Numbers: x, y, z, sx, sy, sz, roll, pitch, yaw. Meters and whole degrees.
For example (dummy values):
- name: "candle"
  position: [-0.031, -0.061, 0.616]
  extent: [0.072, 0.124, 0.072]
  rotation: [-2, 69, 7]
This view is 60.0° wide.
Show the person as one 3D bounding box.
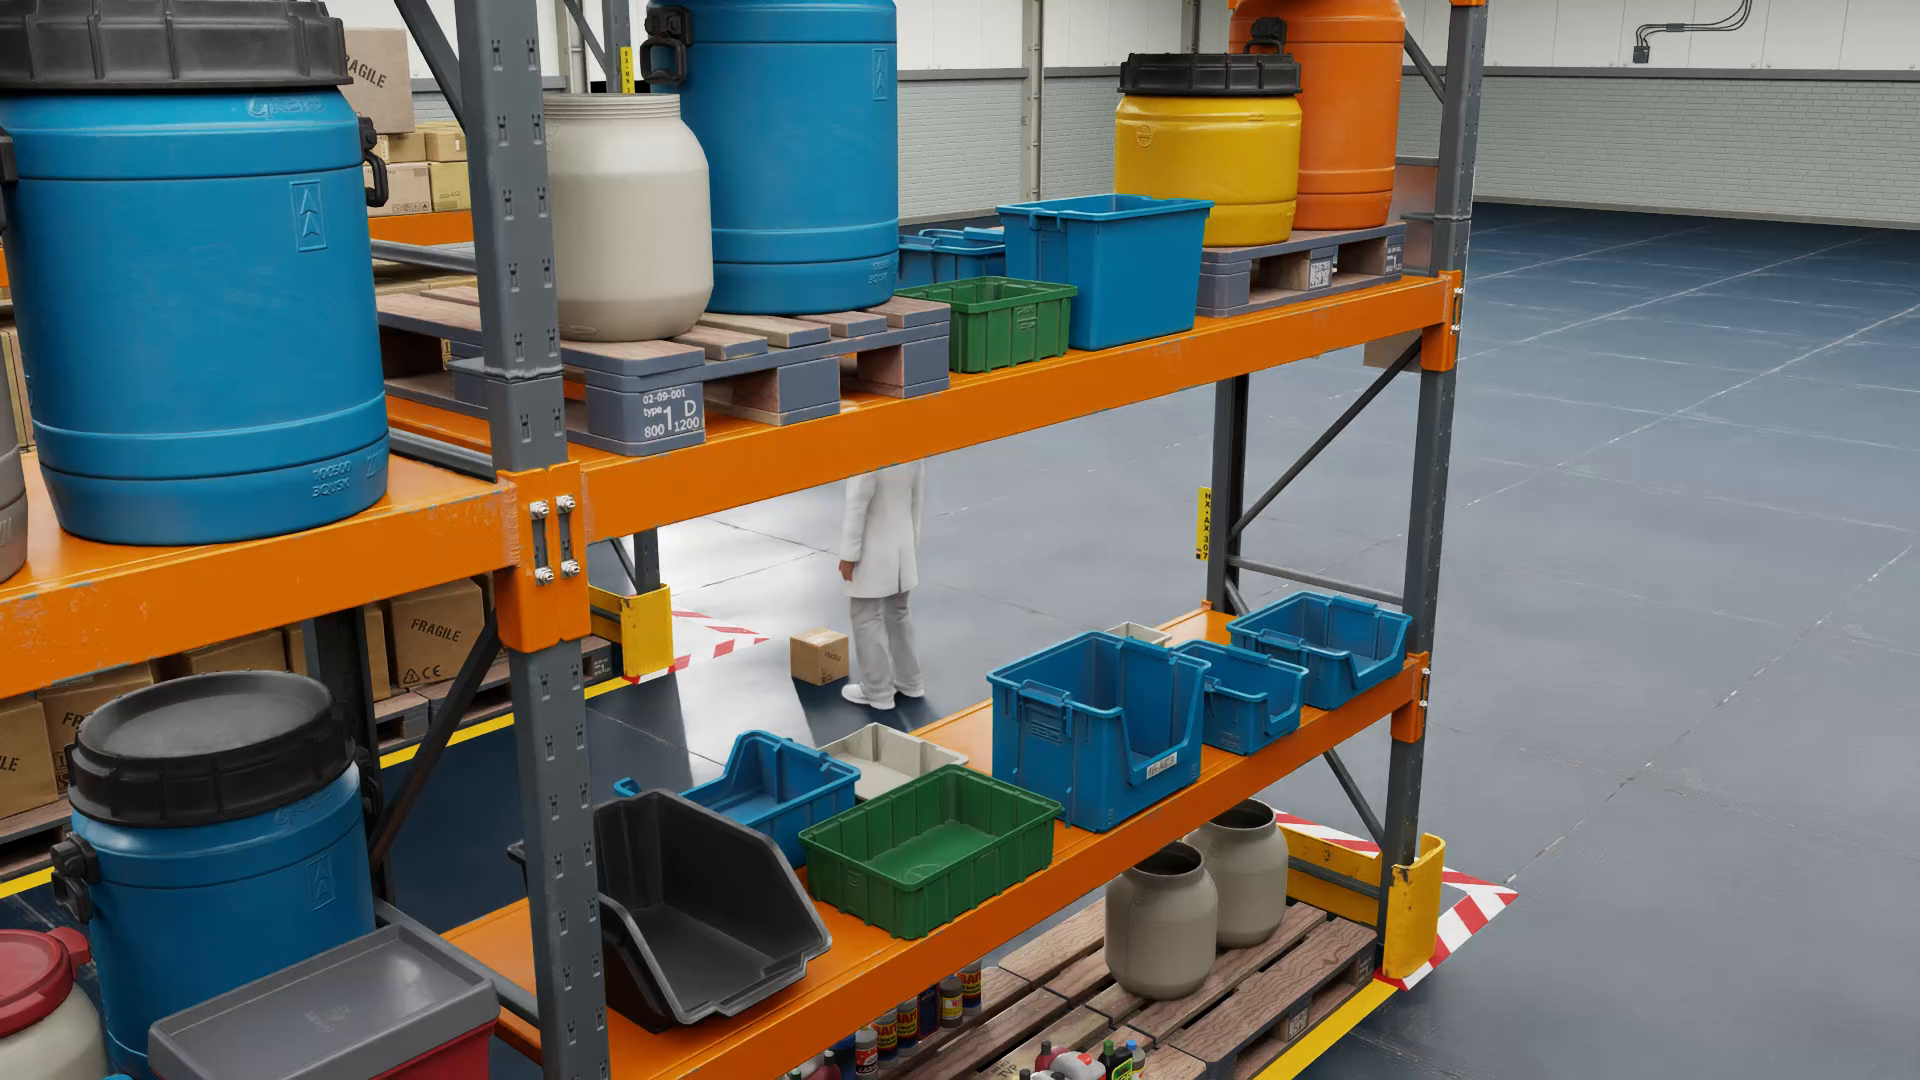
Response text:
- name: "person"
  position: [-0.465, 0.066, 9.353]
  extent: [0.381, 1.778, 0.564]
  rotation: [15, 22, 41]
